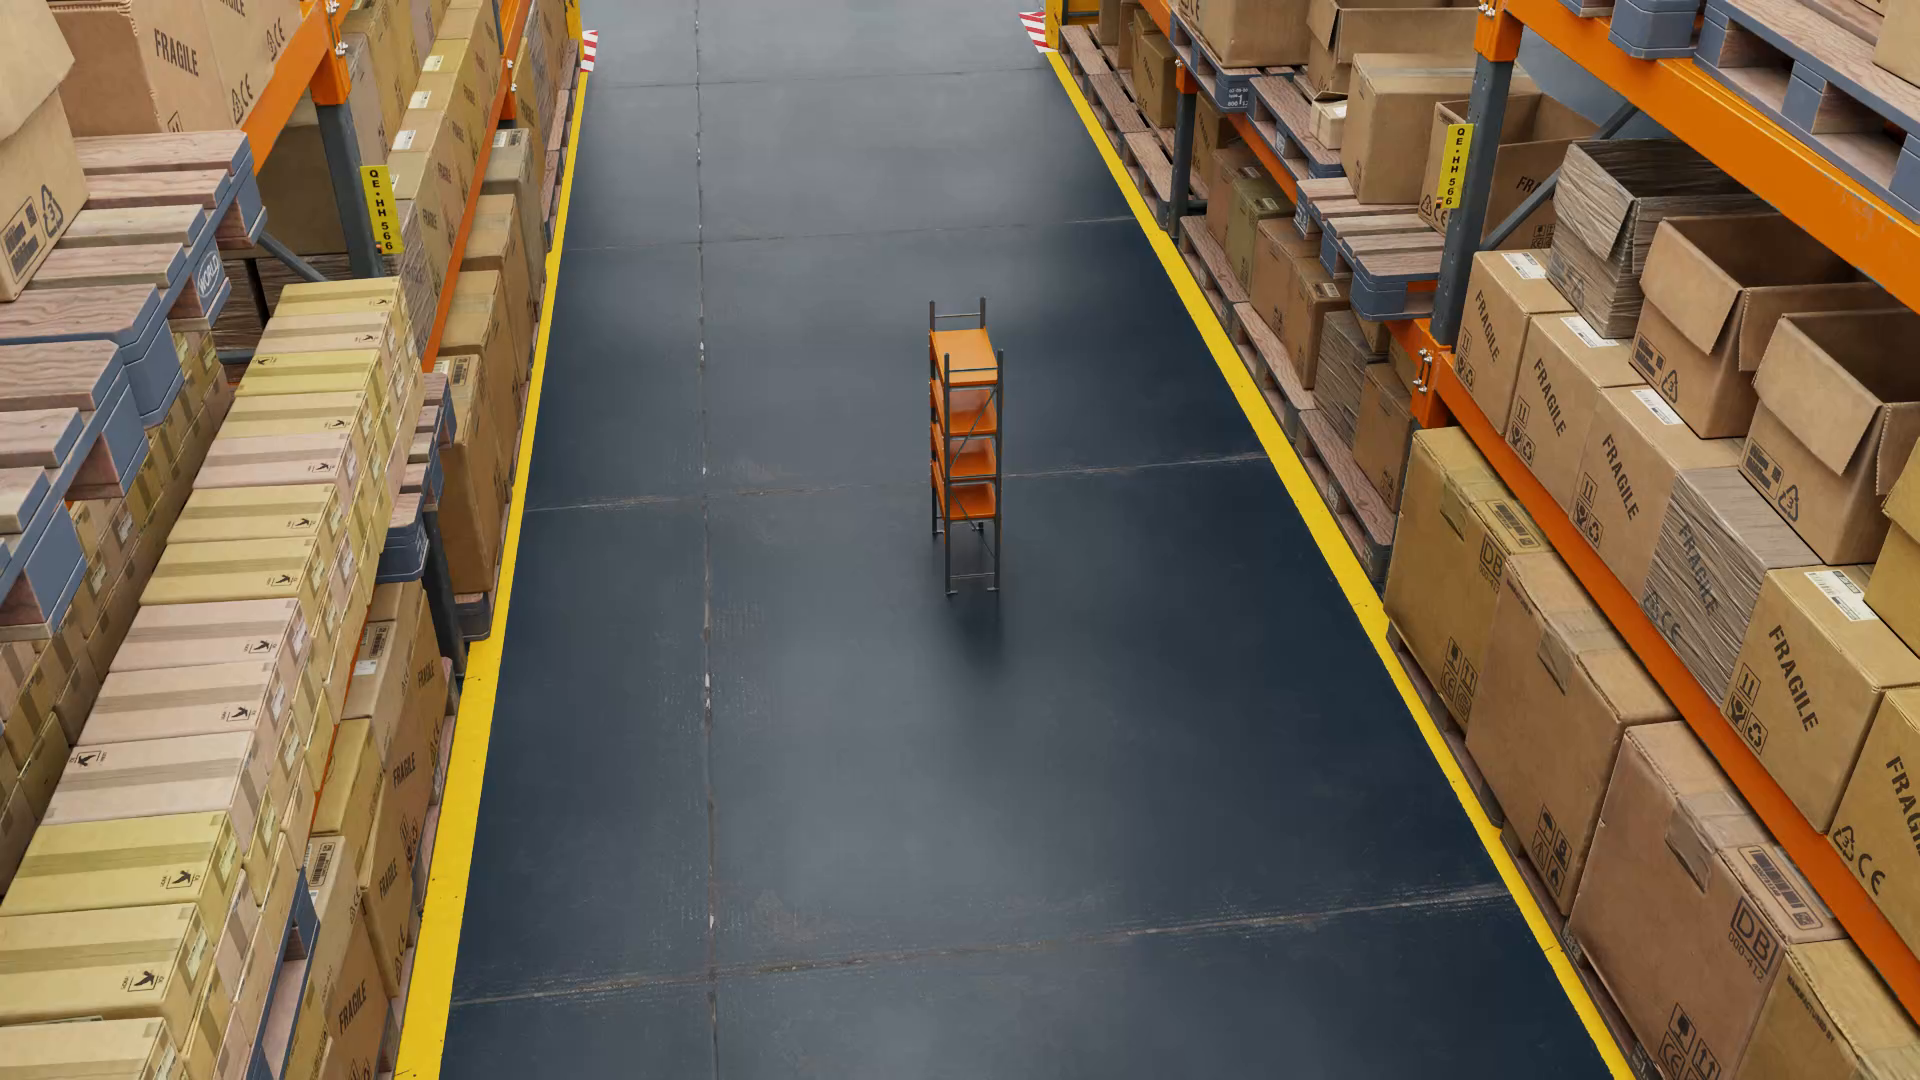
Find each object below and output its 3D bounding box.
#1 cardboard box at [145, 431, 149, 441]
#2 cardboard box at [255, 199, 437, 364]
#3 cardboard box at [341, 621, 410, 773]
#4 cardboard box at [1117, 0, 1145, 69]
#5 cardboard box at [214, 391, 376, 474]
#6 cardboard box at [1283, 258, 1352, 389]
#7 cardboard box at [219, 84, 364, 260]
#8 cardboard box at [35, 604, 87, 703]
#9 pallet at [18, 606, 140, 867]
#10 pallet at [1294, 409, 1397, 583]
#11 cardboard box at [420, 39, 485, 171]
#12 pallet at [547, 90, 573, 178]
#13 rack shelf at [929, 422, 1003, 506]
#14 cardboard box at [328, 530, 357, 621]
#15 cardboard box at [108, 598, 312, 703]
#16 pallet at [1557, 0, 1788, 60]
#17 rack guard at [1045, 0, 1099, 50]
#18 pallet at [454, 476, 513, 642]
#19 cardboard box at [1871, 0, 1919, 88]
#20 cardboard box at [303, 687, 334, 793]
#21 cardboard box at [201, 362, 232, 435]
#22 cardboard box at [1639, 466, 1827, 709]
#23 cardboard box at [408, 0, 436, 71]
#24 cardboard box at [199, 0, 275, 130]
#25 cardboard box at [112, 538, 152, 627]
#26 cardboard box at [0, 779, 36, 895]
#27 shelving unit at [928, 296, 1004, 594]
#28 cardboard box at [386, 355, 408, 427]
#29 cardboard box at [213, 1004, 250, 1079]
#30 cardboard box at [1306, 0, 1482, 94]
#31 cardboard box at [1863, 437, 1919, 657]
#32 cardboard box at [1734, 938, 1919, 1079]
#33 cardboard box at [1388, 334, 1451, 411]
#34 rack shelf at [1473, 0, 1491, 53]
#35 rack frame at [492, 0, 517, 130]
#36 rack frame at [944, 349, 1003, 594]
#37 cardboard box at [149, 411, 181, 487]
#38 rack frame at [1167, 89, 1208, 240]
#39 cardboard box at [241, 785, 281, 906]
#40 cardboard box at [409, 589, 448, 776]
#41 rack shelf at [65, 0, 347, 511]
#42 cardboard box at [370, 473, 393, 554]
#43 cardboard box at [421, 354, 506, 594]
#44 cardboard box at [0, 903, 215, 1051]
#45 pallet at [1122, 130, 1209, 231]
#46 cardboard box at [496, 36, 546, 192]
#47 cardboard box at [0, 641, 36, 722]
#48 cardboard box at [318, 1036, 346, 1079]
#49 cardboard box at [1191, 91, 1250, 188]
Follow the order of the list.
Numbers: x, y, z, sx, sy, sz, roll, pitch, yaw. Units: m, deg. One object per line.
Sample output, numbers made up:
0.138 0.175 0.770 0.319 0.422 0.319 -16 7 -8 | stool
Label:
-2.588 -0.270 4.804 0.380 0.149 0.250 -6 35 -8 | cardboard box
-2.354 -0.974 6.427 0.500 0.500 0.500 -4 34 -6 | cardboard box
-2.130 0.531 5.489 0.500 0.250 0.500 -4 34 -6 | cardboard box
1.474 -3.905 12.664 0.500 0.500 0.500 4 35 6 | cardboard box
-1.934 -0.303 4.853 0.380 0.149 0.250 -3 34 -5 | cardboard box
2.088 -1.127 8.569 0.700 0.500 0.500 -2 34 -2 | cardboard box
-2.611 -1.368 6.116 0.700 0.500 0.500 -5 35 -7 | cardboard box
-2.480 0.299 4.233 0.380 0.149 0.250 -3 34 -5 | cardboard box
-2.254 0.519 4.495 1.003 0.211 1.213 -4 35 -6 | pallet
2.264 -0.265 7.951 1.003 0.211 1.213 -4 35 -6 | pallet
-2.628 -2.100 8.080 0.500 0.500 0.500 -4 34 -6 | cardboard box
-3.291 -2.854 11.751 1.003 0.211 1.213 -4 35 -6 | pallet
0.022 -0.348 7.314 0.258 0.148 0.480 -4 35 -6 | rack shelf
-1.867 0.106 4.516 0.380 0.149 0.250 -4 34 -5 | cardboard box
-1.795 0.279 3.999 0.380 0.149 0.250 -3 34 -5 | cardboard box
2.507 -1.787 5.213 1.213 0.211 1.003 -3 34 -4 | pallet
1.302 -4.370 13.718 1.175 0.500 0.348 -4 35 -6 | rack guard
-2.592 0.045 7.497 1.003 0.211 1.213 -4 35 -6 | pallet
2.664 -1.298 3.864 0.797 0.503 0.637 -5 35 -7 | cardboard box
-1.801 0.518 4.177 0.380 0.149 0.250 -5 35 -7 | cardboard box
-2.701 -0.467 5.621 0.380 0.149 0.250 -5 35 -7 | cardboard box
2.373 0.122 4.819 0.500 0.500 0.500 -4 35 -6 | cardboard box
-2.887 -2.503 7.782 0.700 0.500 0.500 -4 34 -6 | cardboard box
-2.152 -1.365 4.337 0.500 0.500 0.500 -4 35 -6 | cardboard box
-2.552 0.133 4.742 0.380 0.149 0.250 -3 34 -5 | cardboard box
-2.416 0.715 3.887 0.380 0.149 0.250 -6 35 -8 | cardboard box
0.022 -0.403 7.277 0.258 1.200 0.503 -4 35 -6 | shelving unit
-2.005 -0.464 5.354 0.380 0.149 0.250 -3 34 -5 | cardboard box
-1.663 1.092 3.335 0.380 0.149 0.250 -4 34 -6 | cardboard box
2.155 -2.469 8.245 0.797 0.503 0.637 -1 34 -1 | cardboard box
2.731 0.056 4.025 0.797 0.503 0.637 -4 34 -6 | cardboard box
2.800 1.600 4.253 1.225 0.875 0.875 -4 35 -6 | cardboard box
2.248 -0.811 7.440 0.500 0.250 0.500 -3 34 -4 | cardboard box
2.099 -3.039 7.522 1.077 0.370 4.000 -4 35 -6 | rack shelf
-3.099 -2.894 9.333 1.000 3.000 0.127 -4 35 -6 | rack frame
0.055 -0.267 7.077 0.240 1.200 0.015 -4 35 -6 | rack frame
-2.617 -0.270 5.068 0.380 0.149 0.250 -5 35 -8 | cardboard box
1.830 -3.213 9.801 1.000 3.000 0.127 -4 35 -6 | rack frame
-1.727 0.689 3.661 0.380 0.149 0.250 -6 35 -8 | cardboard box
-2.213 0.545 6.133 0.500 0.500 0.500 -5 35 -7 | cardboard box
-2.292 -0.488 3.778 1.077 0.370 4.000 -4 35 -6 | rack shelf
-1.942 -0.069 5.039 0.380 0.149 0.250 -5 35 -7 | cardboard box
-2.553 -0.252 7.081 1.050 0.750 0.750 -5 35 -7 | cardboard box
-1.664 0.845 3.168 0.380 0.149 0.250 -3 34 -5 | cardboard box
1.705 -2.433 11.133 1.003 0.211 1.213 -4 35 -6 | pallet
-3.114 -2.546 10.336 0.875 0.875 0.875 -4 34 -6 | cardboard box
-2.445 0.318 3.941 0.380 0.149 0.250 -6 35 -9 | cardboard box
-1.932 1.702 4.435 0.500 0.500 0.500 -3 34 -4 | cardboard box
1.816 -2.580 10.719 0.500 0.500 0.500 -5 35 -8 | cardboard box
